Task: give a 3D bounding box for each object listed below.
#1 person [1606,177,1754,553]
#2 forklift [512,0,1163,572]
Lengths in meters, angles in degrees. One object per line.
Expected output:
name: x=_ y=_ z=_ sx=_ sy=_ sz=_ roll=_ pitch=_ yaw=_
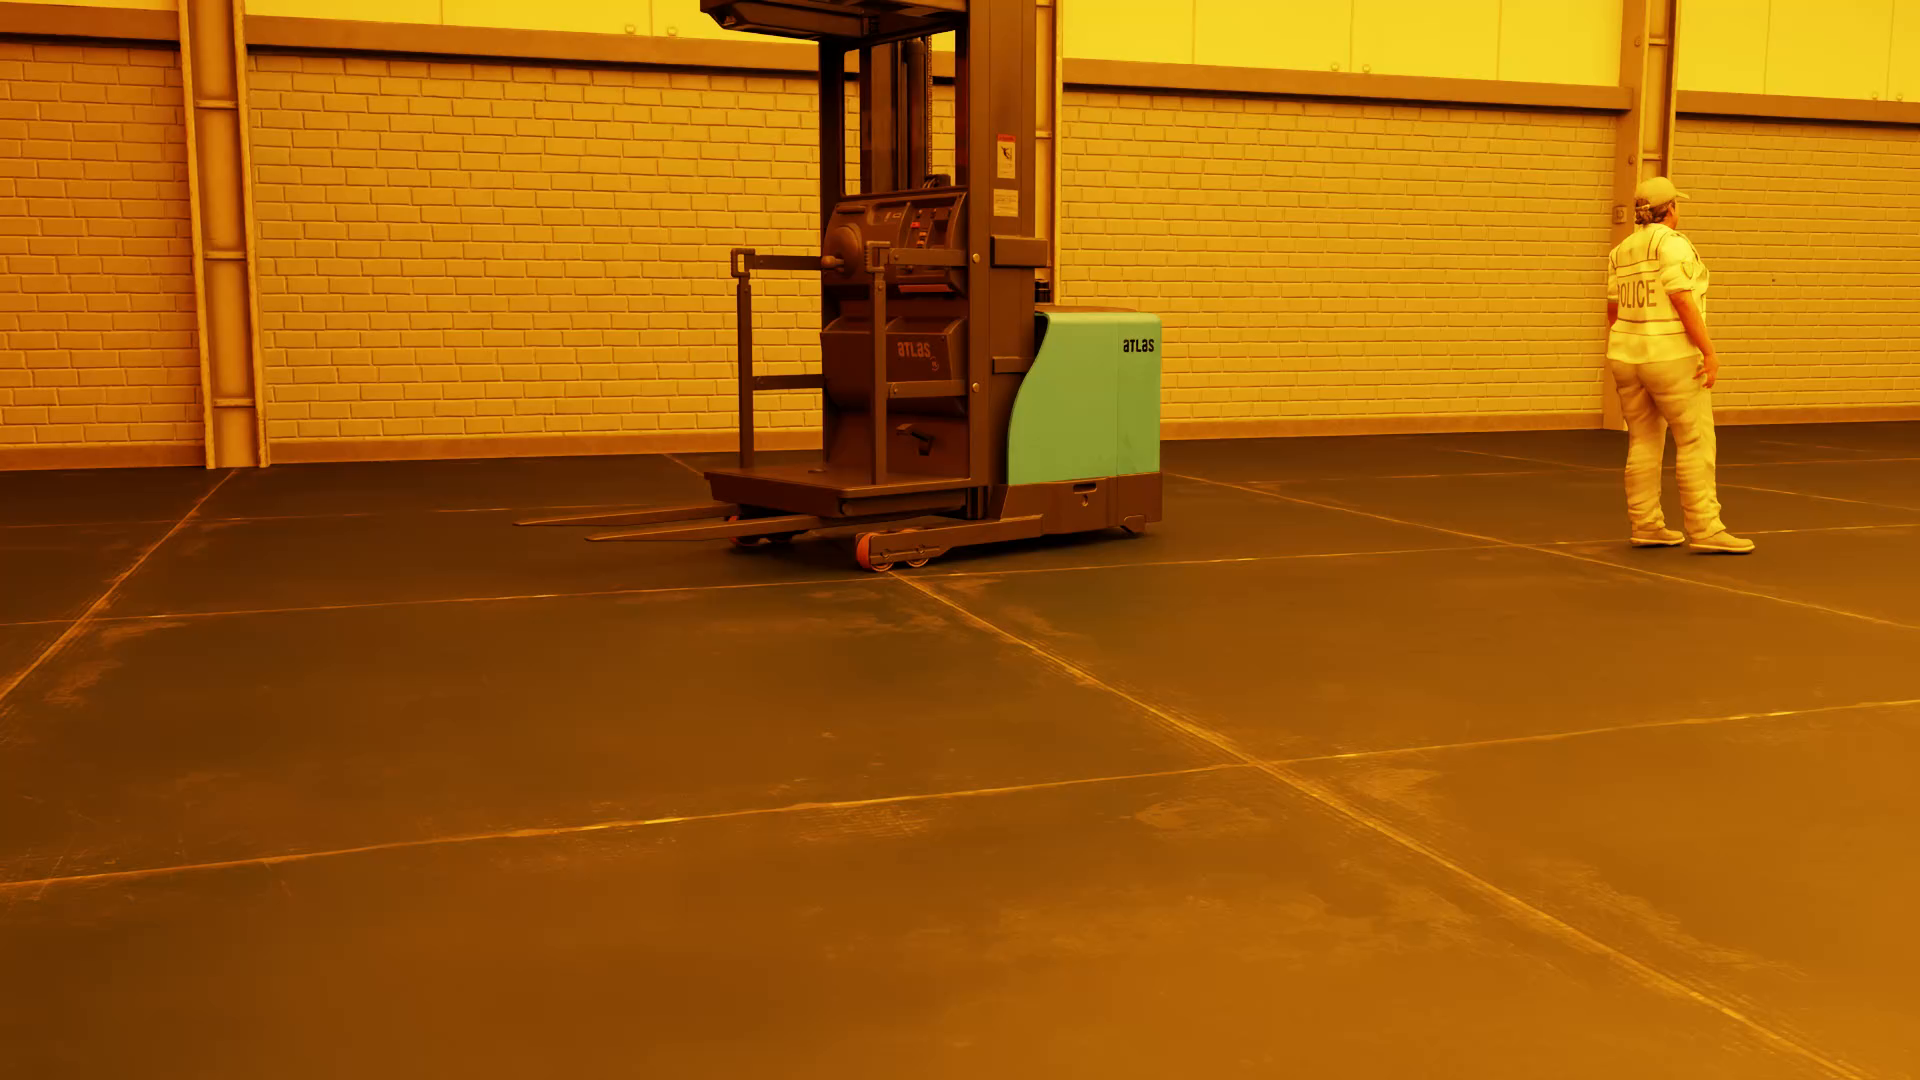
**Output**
person: x=3.252 y=-0.798 z=7.550 sx=0.529 sy=1.670 sz=0.598 roll=-3 pitch=8 yaw=-18
forklift: x=-0.461 y=-1.399 z=7.333 sx=3.031 sy=2.935 sz=1.130 roll=-7 pitch=10 yaw=-40
